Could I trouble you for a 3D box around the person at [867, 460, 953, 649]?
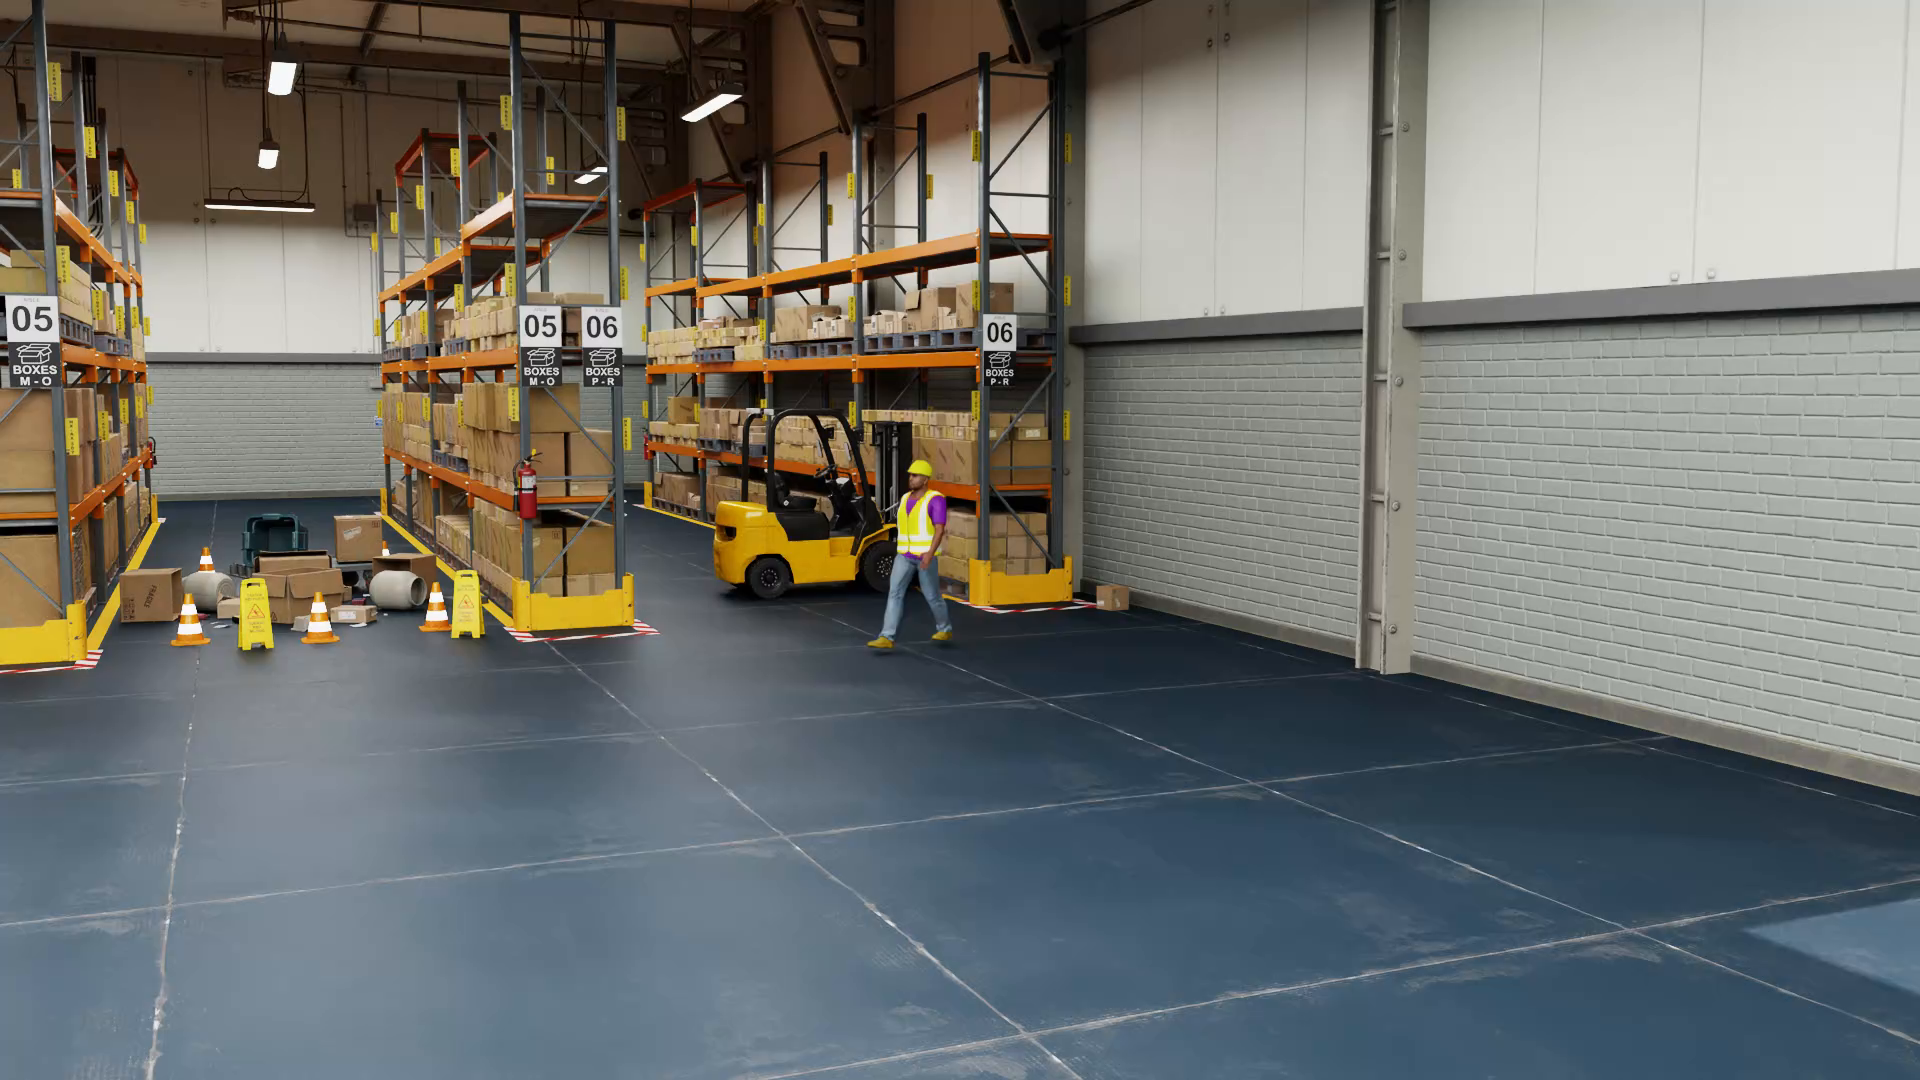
[{"bbox_3d":[-0.414,0.134,15.204,0.583,1.719,1.018,4,7,35],"label":"person"}]
